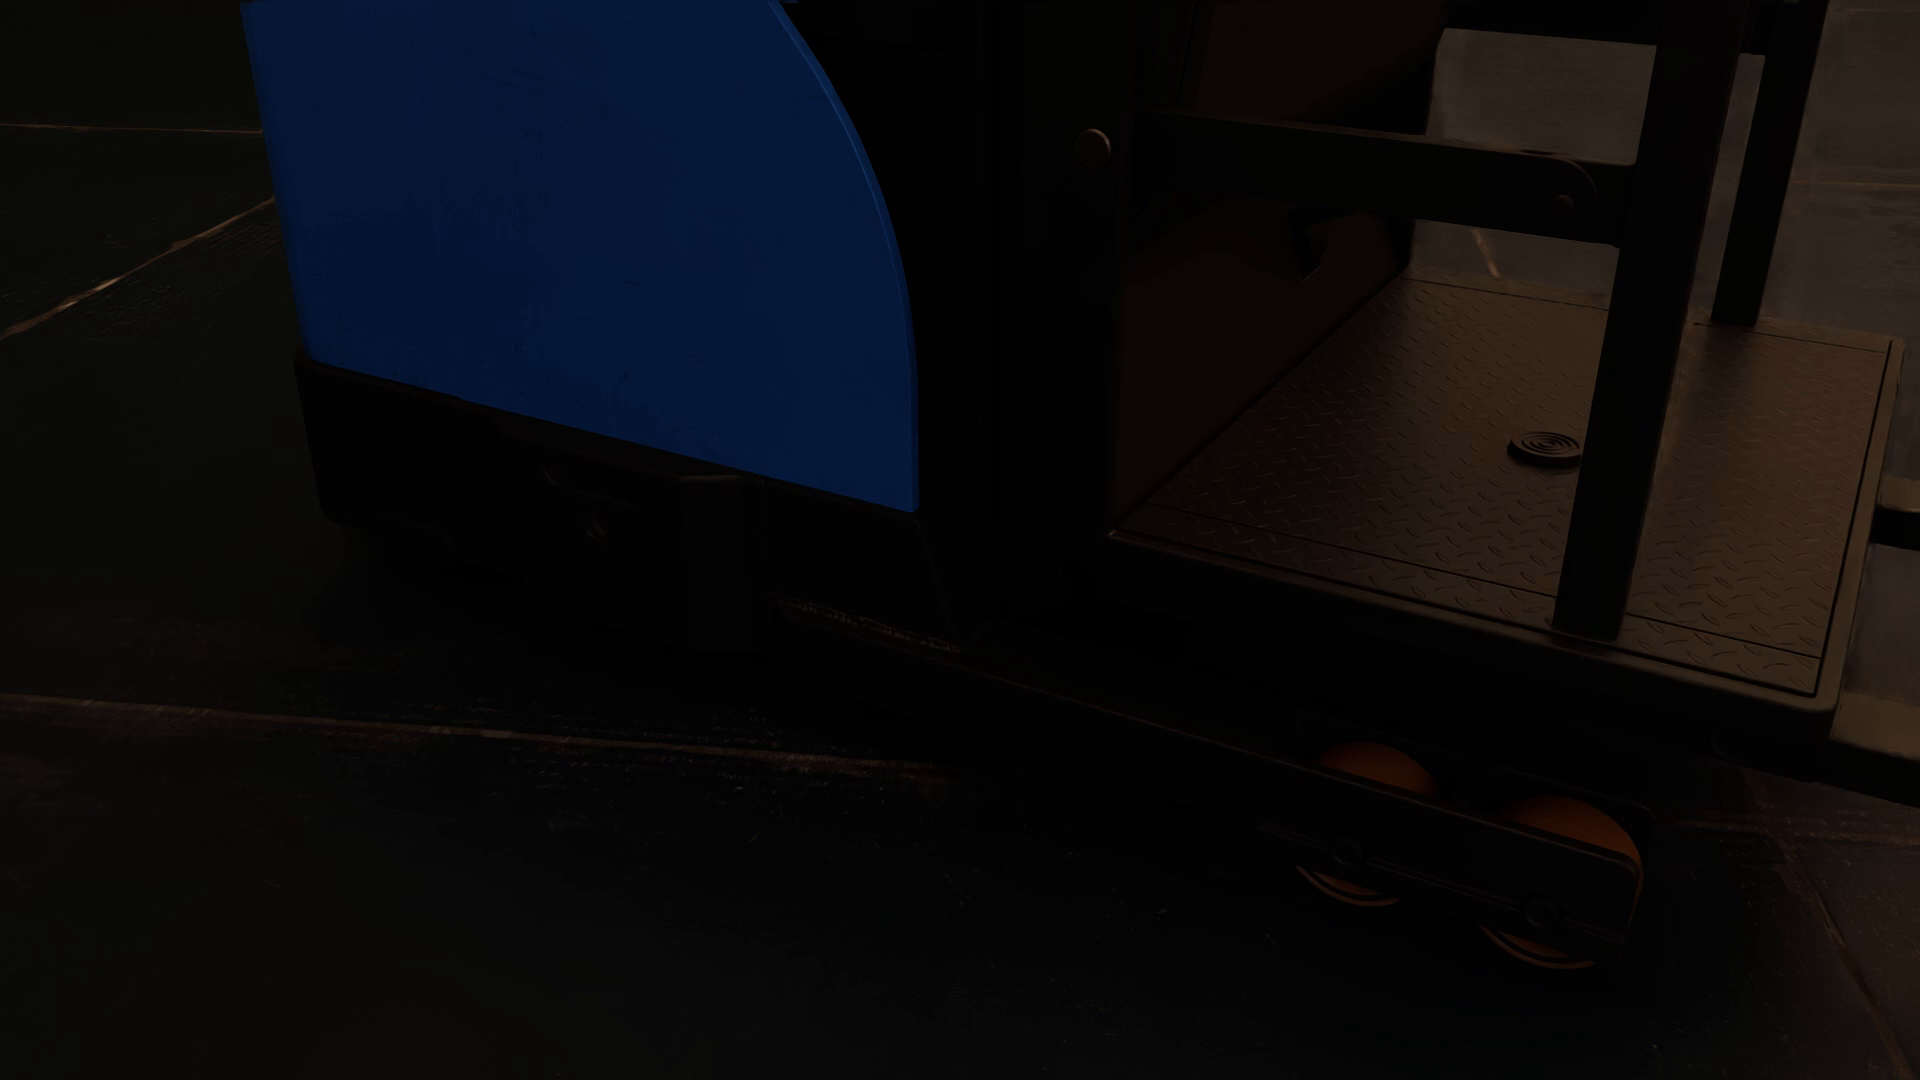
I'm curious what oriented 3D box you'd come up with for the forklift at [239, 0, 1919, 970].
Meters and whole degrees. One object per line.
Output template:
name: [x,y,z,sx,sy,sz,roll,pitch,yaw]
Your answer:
forklift: [0.594,-1.159,1.540,3.031,2.935,1.130,14,30,26]
